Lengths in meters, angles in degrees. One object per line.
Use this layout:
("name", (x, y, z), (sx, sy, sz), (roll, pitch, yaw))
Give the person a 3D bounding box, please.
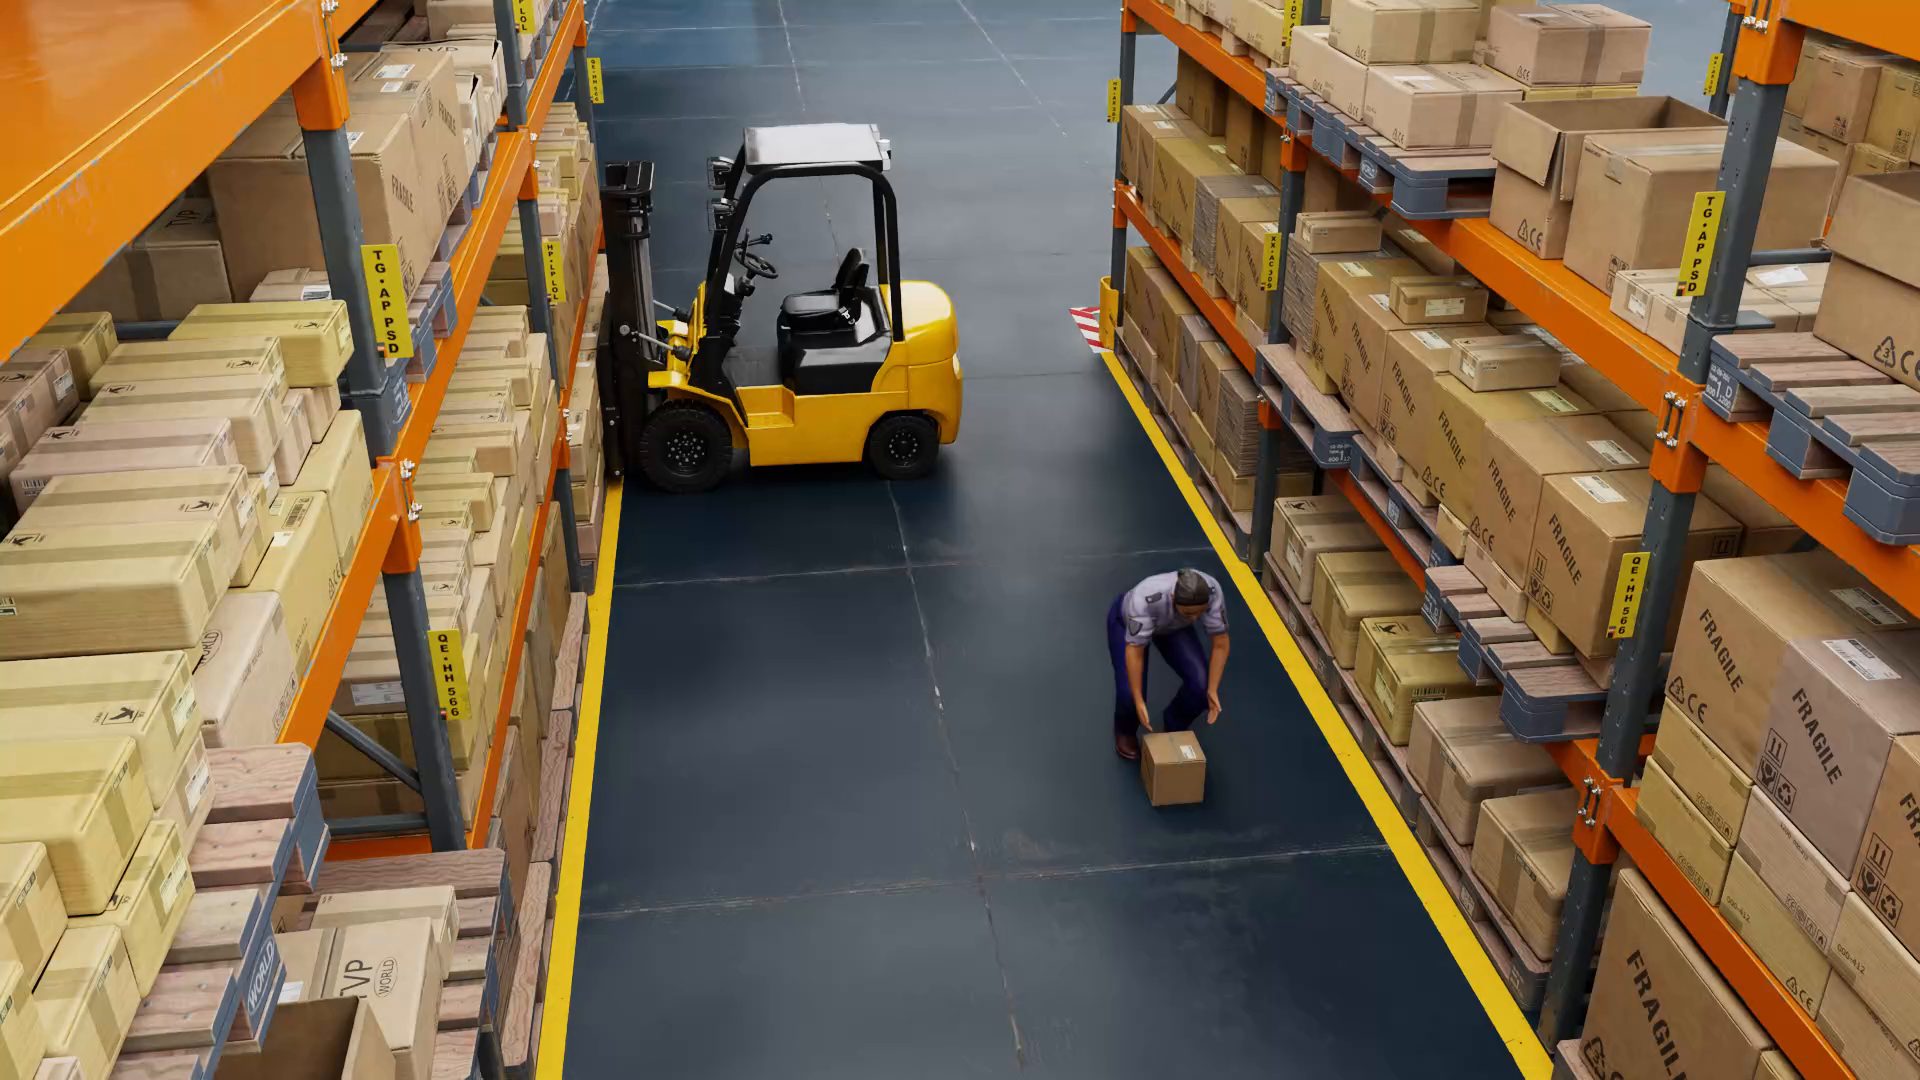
("person", (1.018, 0.551, 8.126), (0.535, 1.141, 0.693), (-4, 28, -7))
